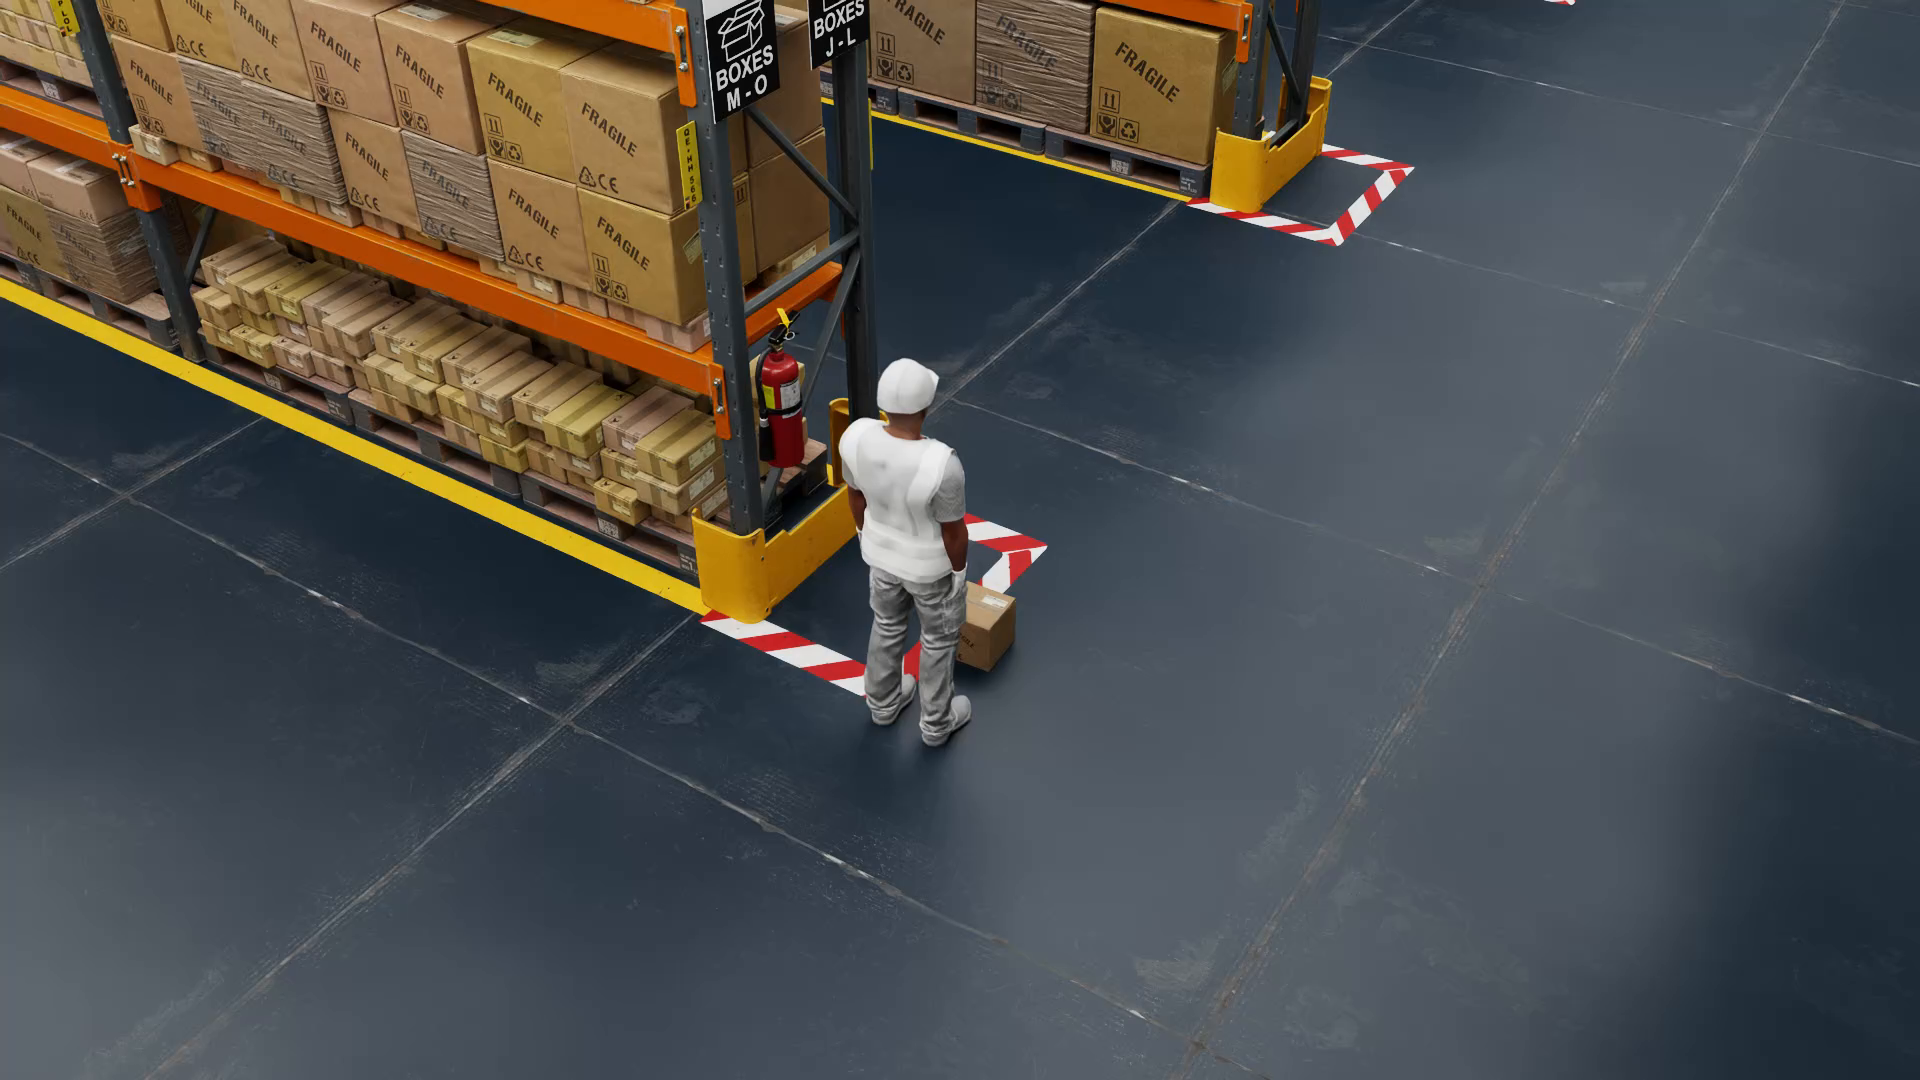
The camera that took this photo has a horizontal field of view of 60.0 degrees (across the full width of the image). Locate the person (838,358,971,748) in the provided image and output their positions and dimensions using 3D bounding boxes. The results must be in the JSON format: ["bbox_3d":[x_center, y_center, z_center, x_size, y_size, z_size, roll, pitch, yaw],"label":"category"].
[{"bbox_3d":[-0.193,0.052,6.598,0.545,1.782,0.354,21,43,25],"label":"person"}]
